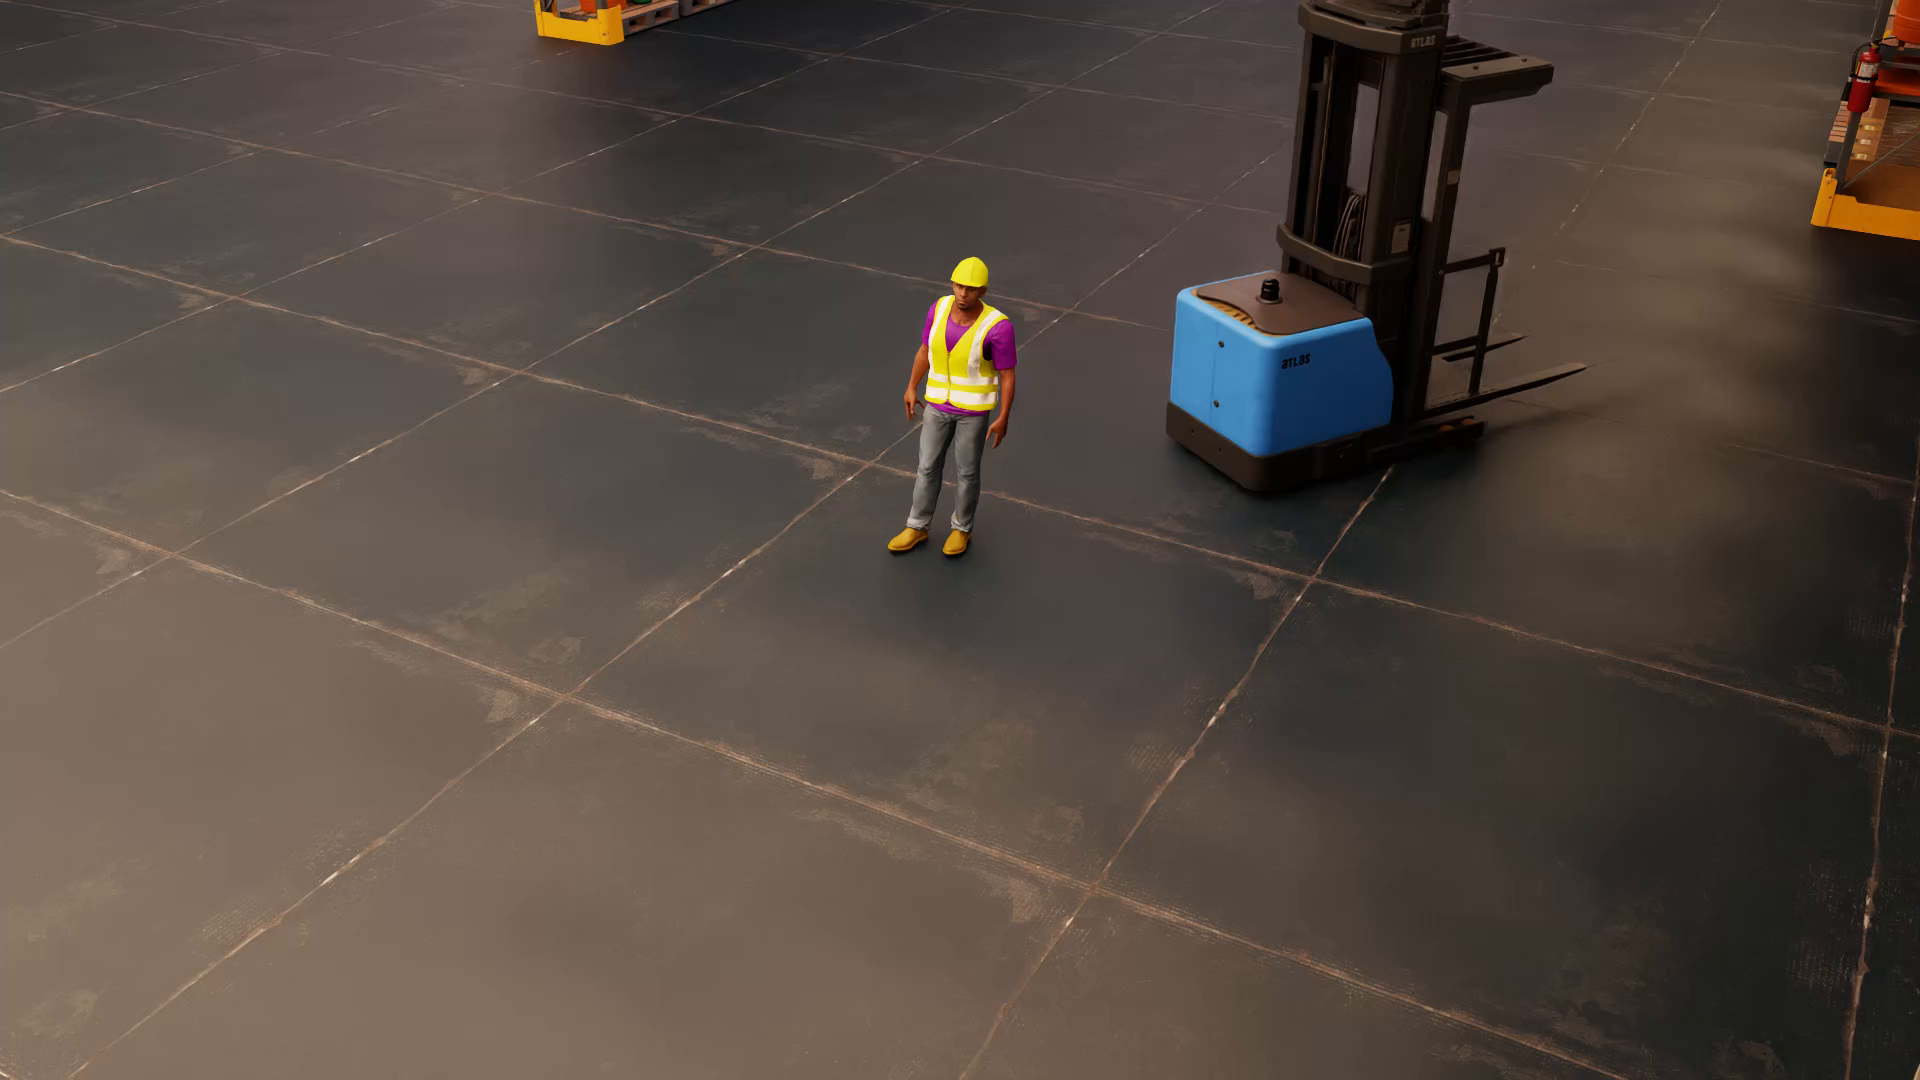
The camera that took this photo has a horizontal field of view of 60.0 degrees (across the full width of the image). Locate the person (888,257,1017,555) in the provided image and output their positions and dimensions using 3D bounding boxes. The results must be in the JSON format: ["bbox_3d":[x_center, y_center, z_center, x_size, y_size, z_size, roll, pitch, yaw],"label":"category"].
[{"bbox_3d":[-0.039,-0.742,9.508,0.665,1.766,0.576,15,33,25],"label":"person"}]

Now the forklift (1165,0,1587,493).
[{"bbox_3d":[2.916,-2.082,10.678,3.031,2.935,1.130,-15,33,-24],"label":"forklift"}]
